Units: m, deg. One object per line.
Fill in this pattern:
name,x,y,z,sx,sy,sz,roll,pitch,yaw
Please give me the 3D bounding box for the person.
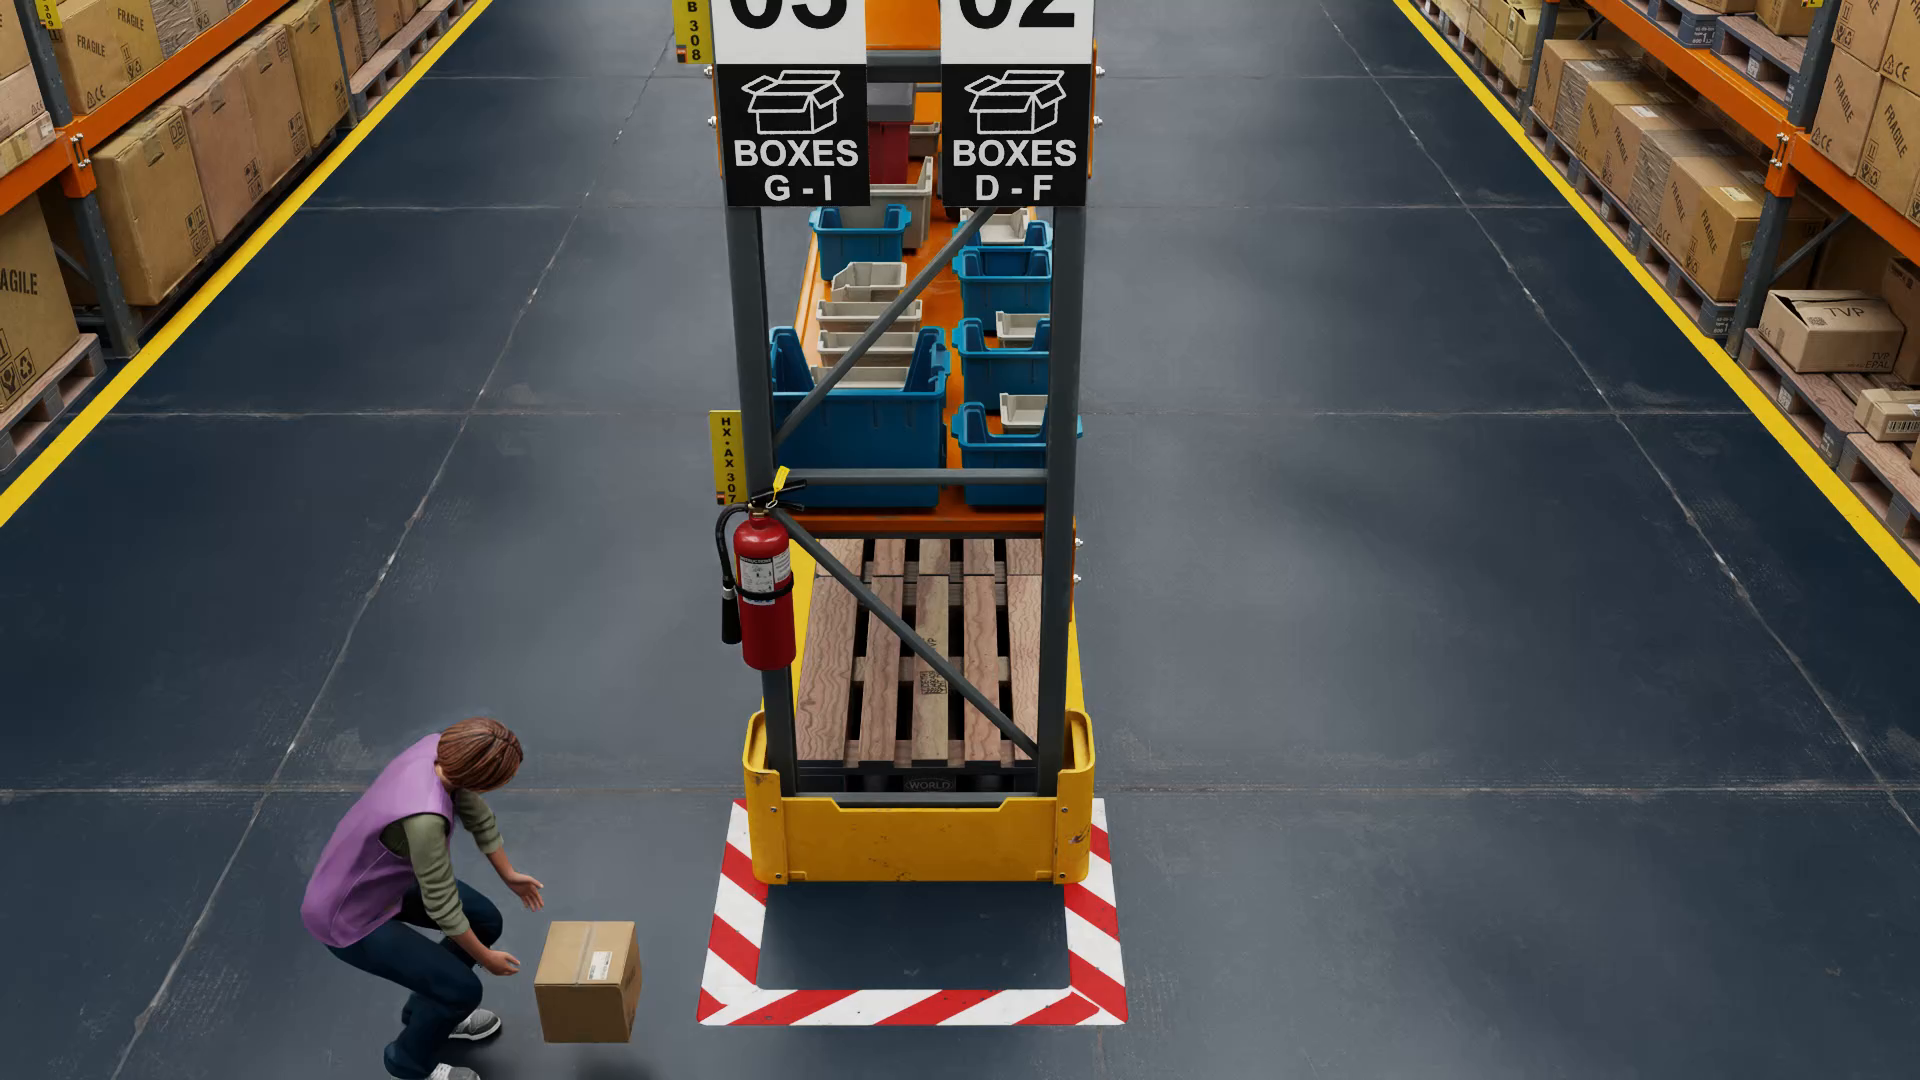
person,-1.529,1.034,4.802,0.671,1.272,0.463,0,32,0
